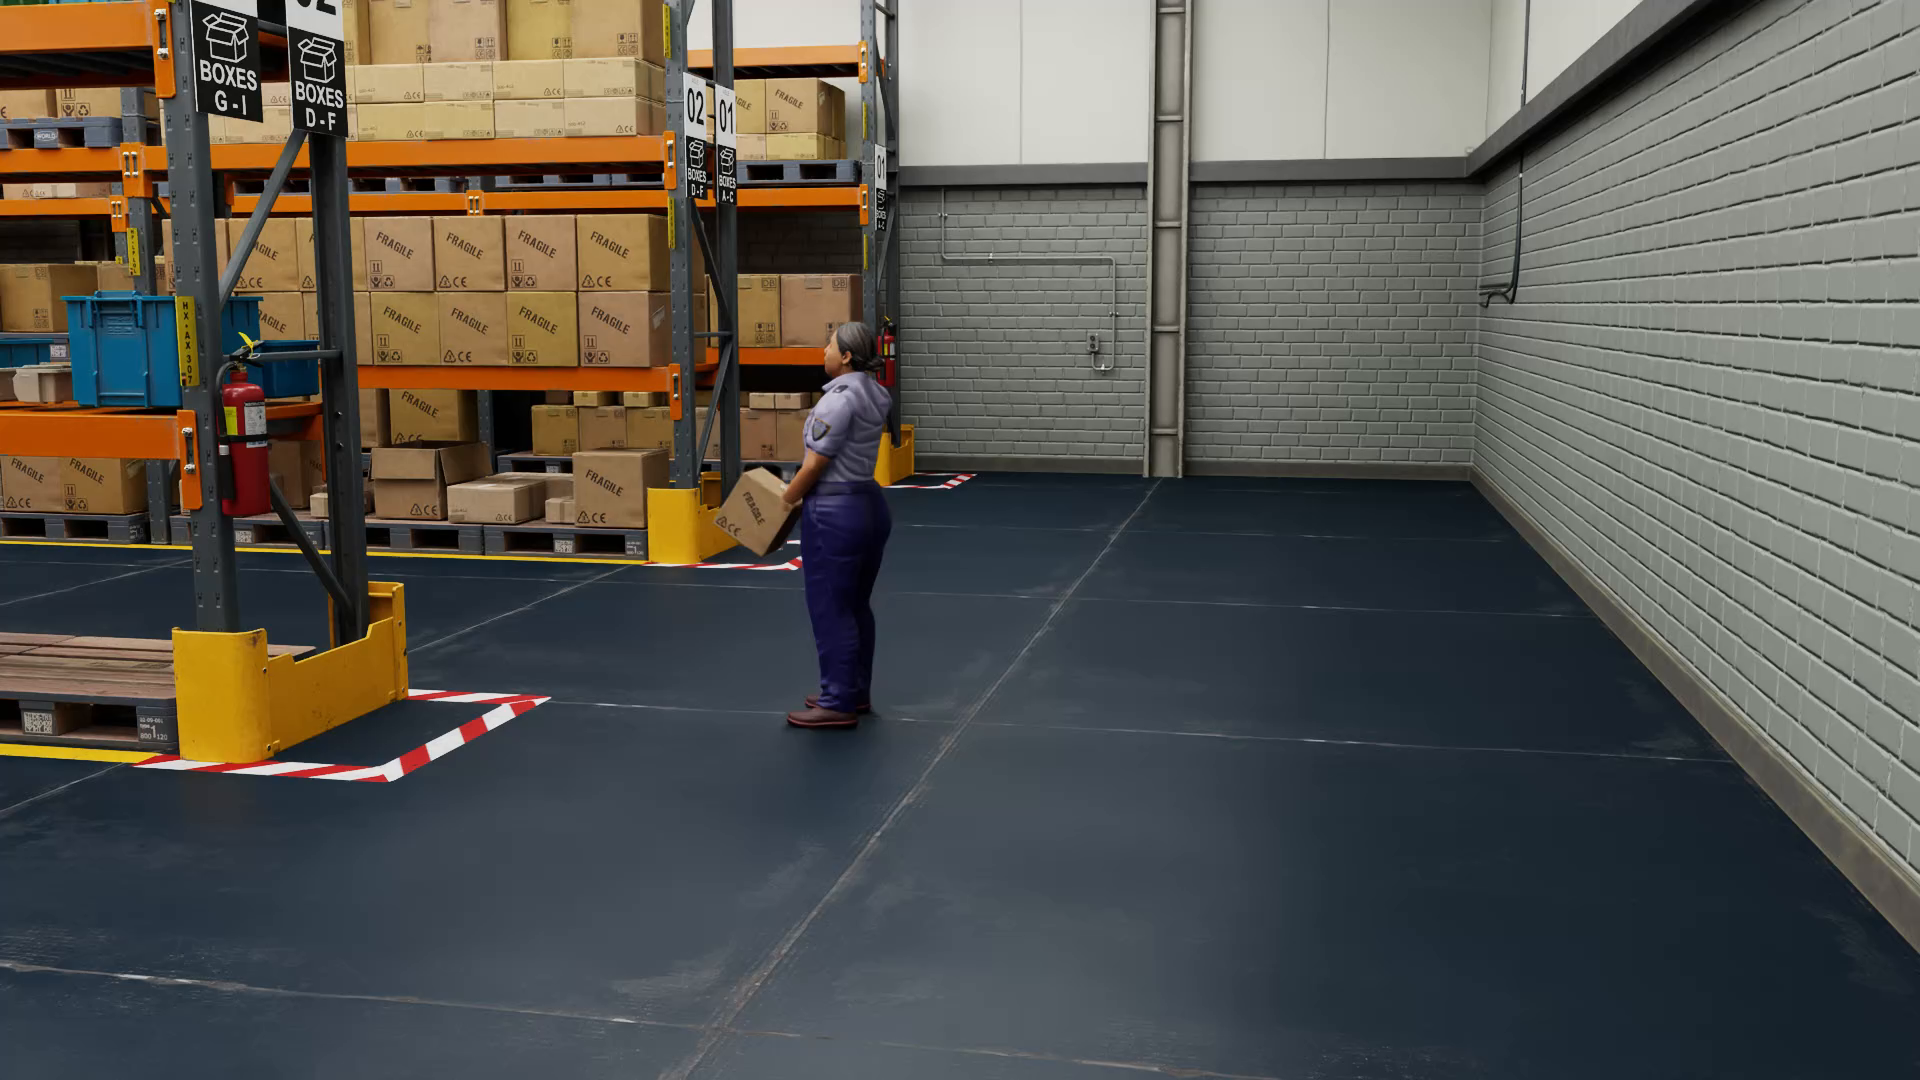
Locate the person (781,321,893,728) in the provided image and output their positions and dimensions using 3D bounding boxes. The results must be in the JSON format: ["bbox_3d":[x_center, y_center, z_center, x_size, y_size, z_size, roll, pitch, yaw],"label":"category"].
[{"bbox_3d":[-0.524,-0.064,6.808,0.474,1.650,0.503,4,9,24],"label":"person"}]
